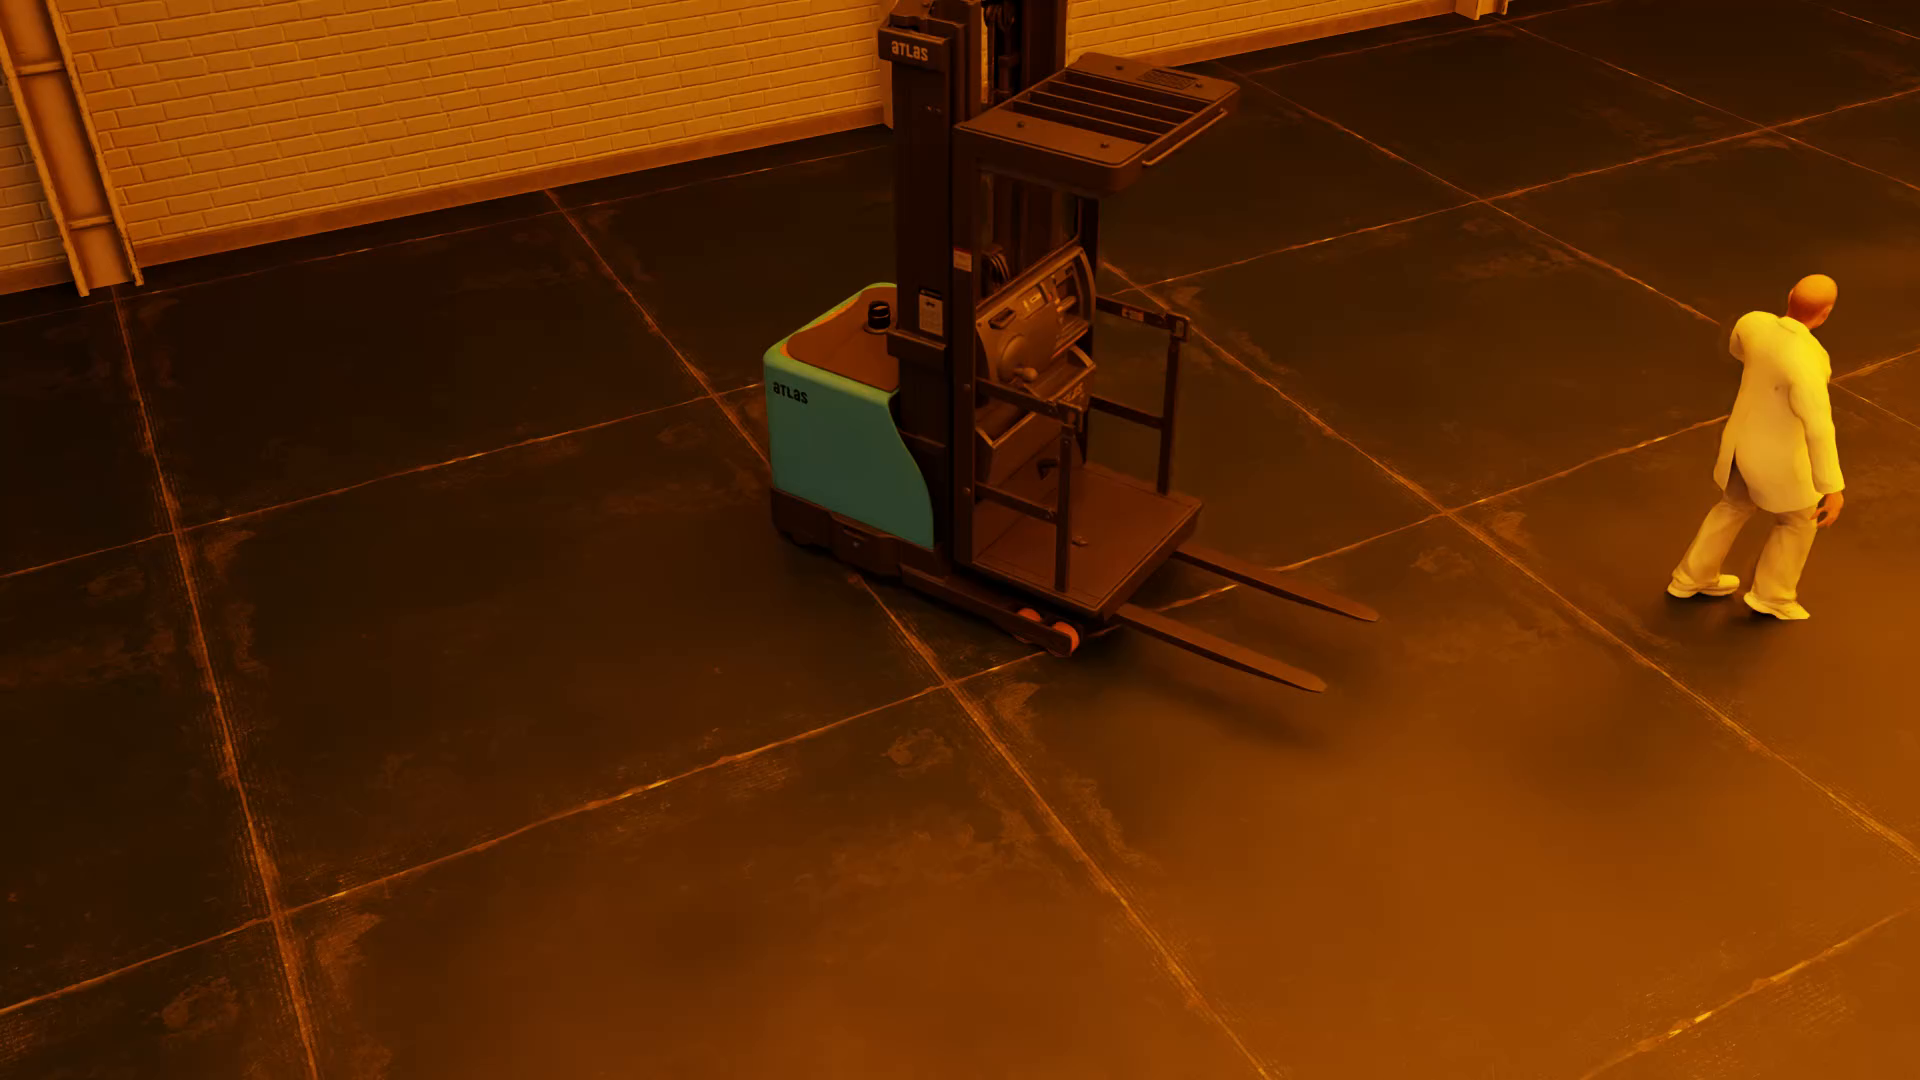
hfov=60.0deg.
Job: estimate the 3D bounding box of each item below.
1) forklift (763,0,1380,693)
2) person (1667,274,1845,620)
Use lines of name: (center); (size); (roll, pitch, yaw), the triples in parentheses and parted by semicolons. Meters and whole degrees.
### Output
forklift: (0.527, -0.992, 7.526); (3.031, 2.935, 1.130); (21, 40, 27)
person: (3.846, -0.404, 7.767); (0.636, 1.808, 1.025); (-5, 36, -7)
